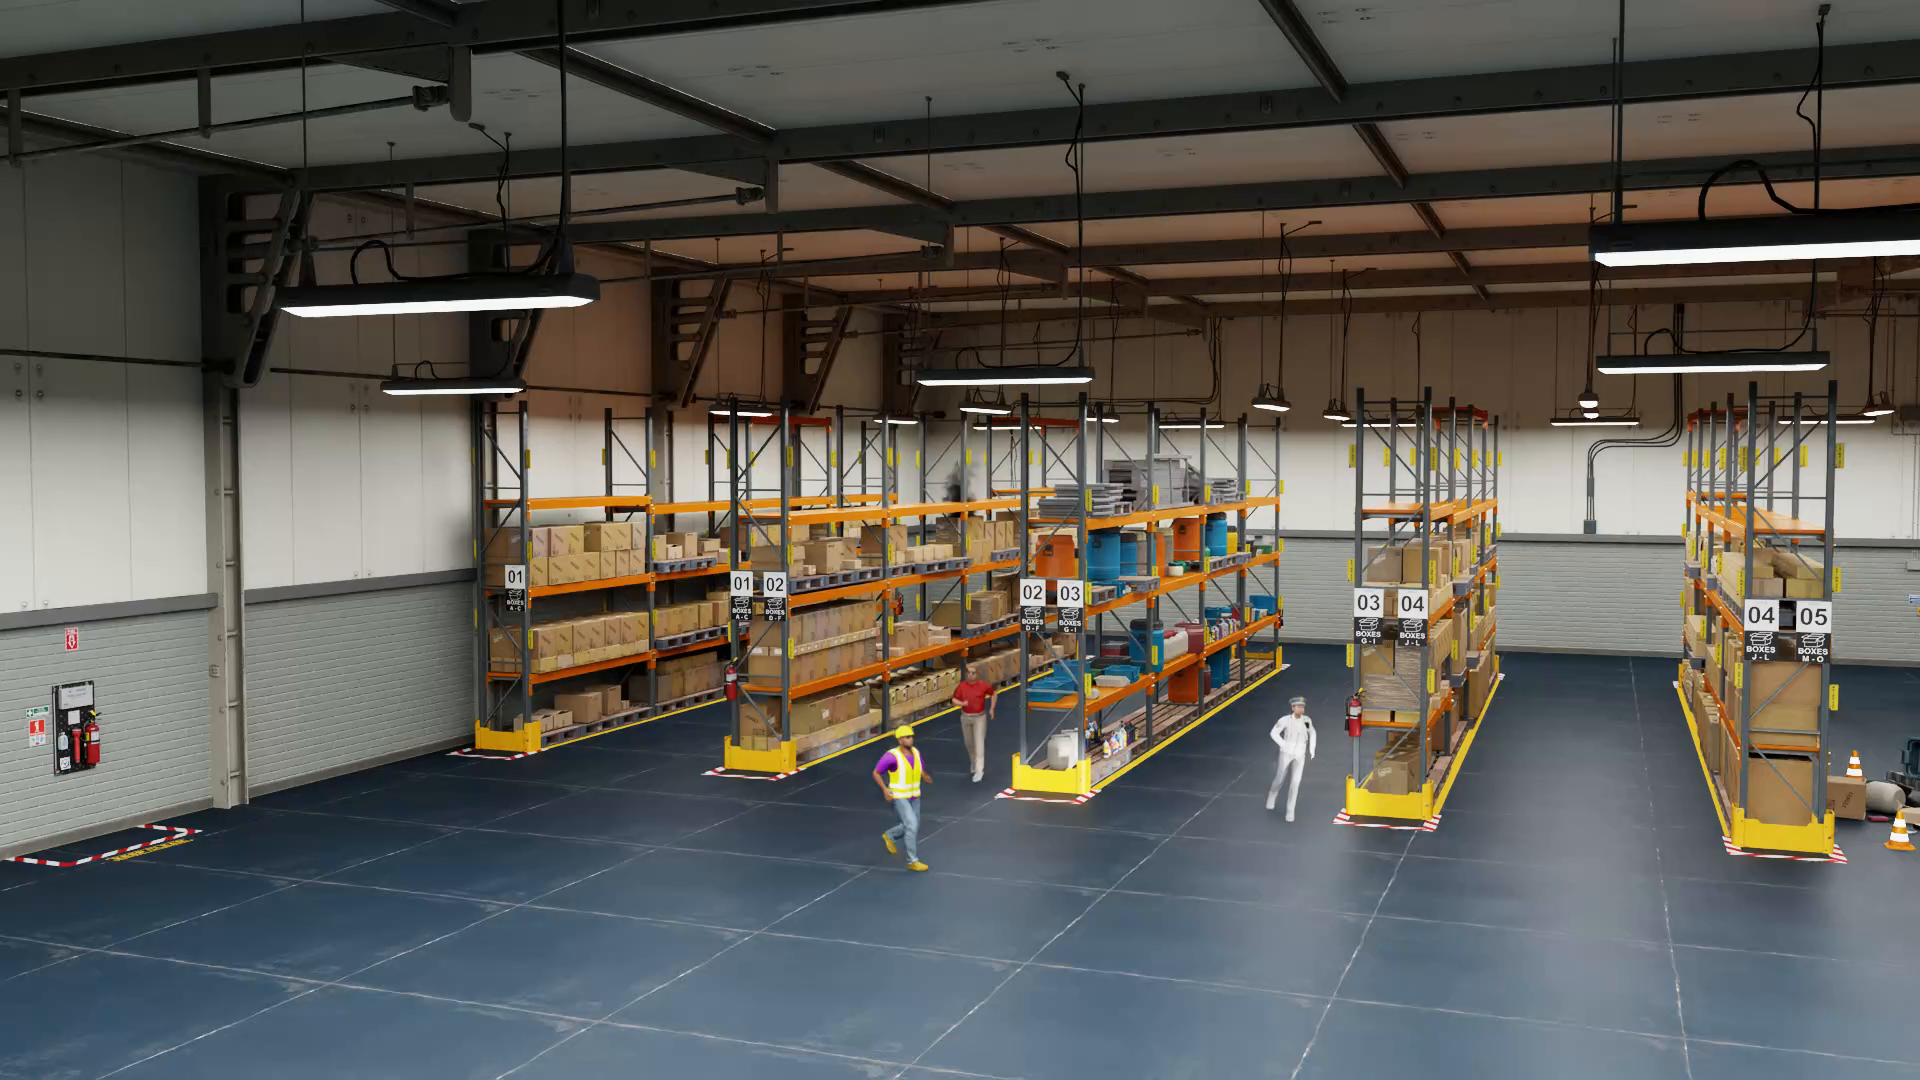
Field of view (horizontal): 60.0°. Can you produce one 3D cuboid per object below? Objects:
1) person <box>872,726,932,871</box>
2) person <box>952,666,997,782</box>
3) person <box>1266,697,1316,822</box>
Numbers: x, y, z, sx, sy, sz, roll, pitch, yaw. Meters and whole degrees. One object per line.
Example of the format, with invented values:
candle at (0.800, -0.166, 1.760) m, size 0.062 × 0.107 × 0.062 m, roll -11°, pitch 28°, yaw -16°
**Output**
person at (-0.683, 3.135, 20.319) m, size 0.705 × 1.742 × 0.780 m, roll -3°, pitch 4°, yaw -45°
person at (0.201, 2.831, 26.012) m, size 0.665 × 1.738 × 0.973 m, roll 1°, pitch 3°, yaw 16°
person at (4.681, 3.023, 23.289) m, size 0.676 × 1.674 × 0.917 m, roll 0°, pitch 3°, yaw 1°
